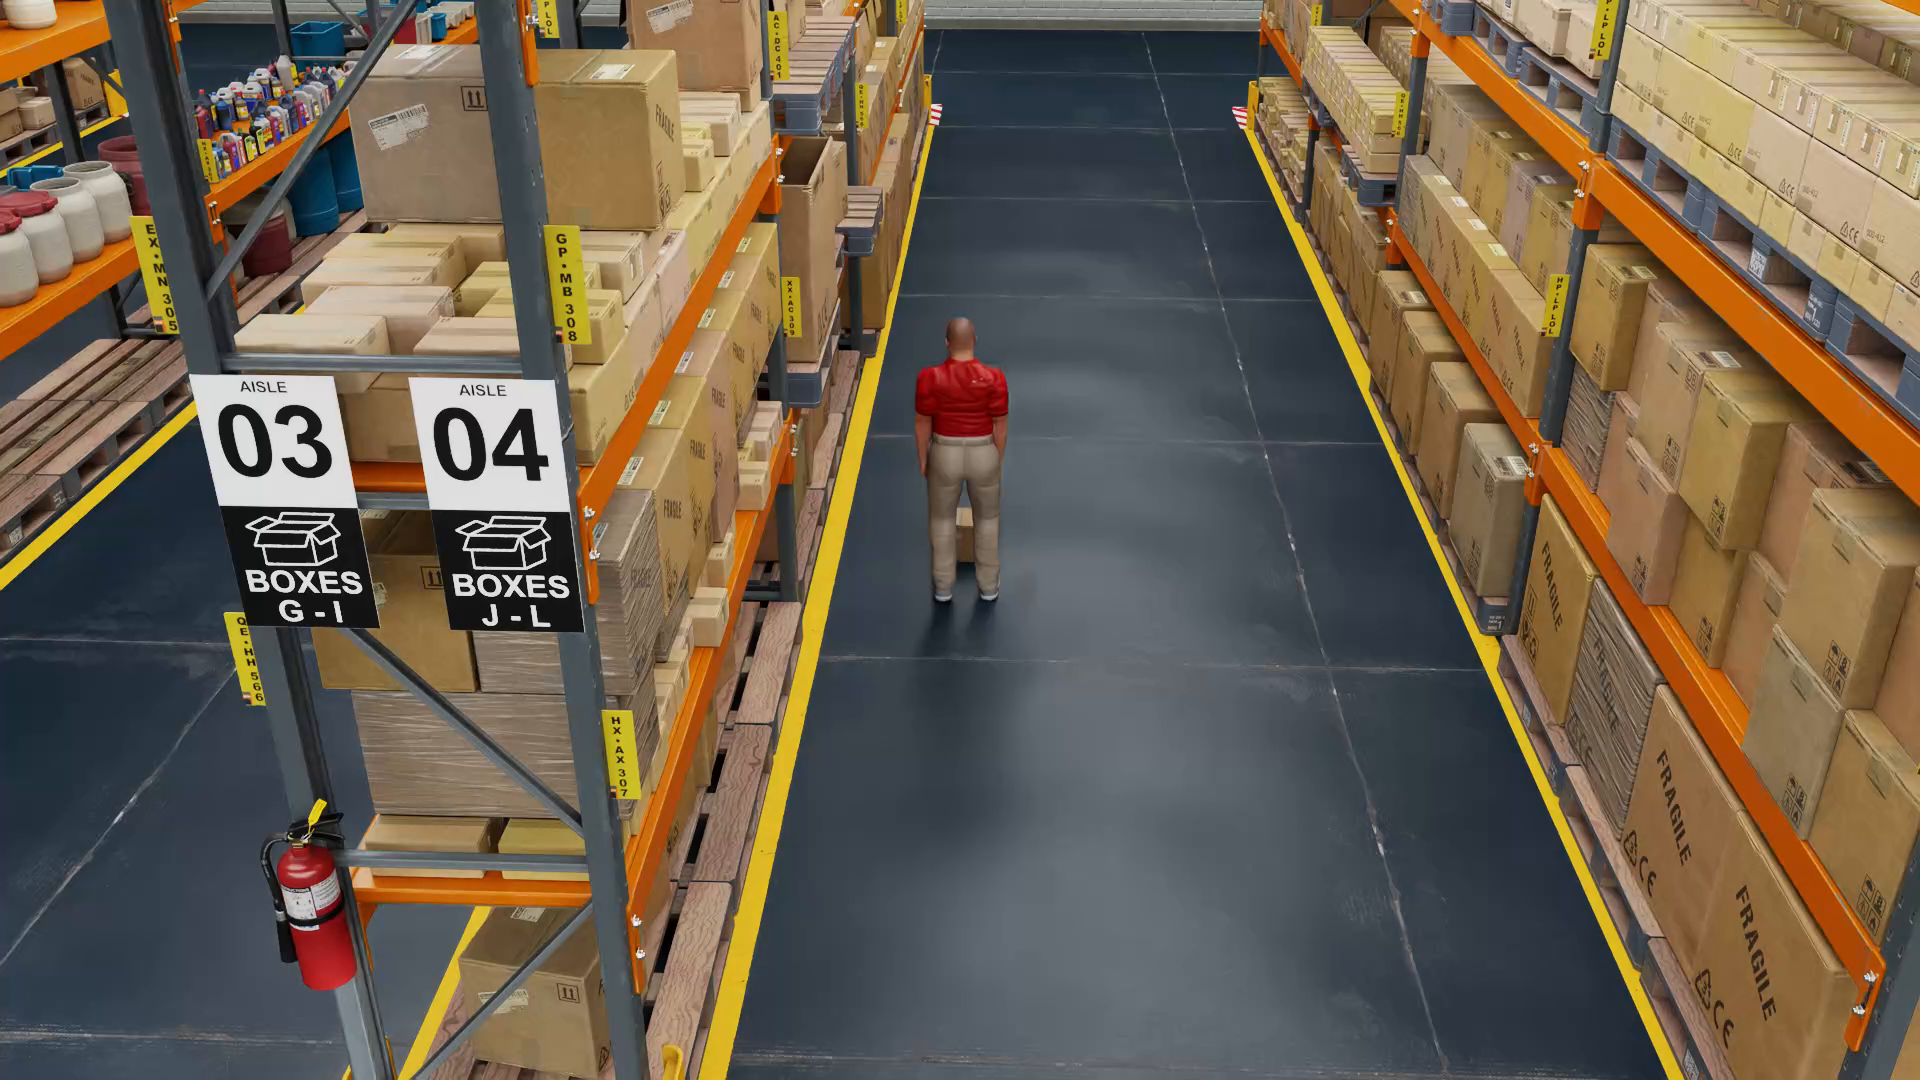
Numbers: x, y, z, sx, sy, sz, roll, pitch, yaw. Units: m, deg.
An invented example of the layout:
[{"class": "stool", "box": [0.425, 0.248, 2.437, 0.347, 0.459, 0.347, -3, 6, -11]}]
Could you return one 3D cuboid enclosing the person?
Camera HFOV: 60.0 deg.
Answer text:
[{"class": "person", "box": [0.006, -0.464, 9.532, 0.528, 1.724, 0.360, 0, 28, 0]}]
